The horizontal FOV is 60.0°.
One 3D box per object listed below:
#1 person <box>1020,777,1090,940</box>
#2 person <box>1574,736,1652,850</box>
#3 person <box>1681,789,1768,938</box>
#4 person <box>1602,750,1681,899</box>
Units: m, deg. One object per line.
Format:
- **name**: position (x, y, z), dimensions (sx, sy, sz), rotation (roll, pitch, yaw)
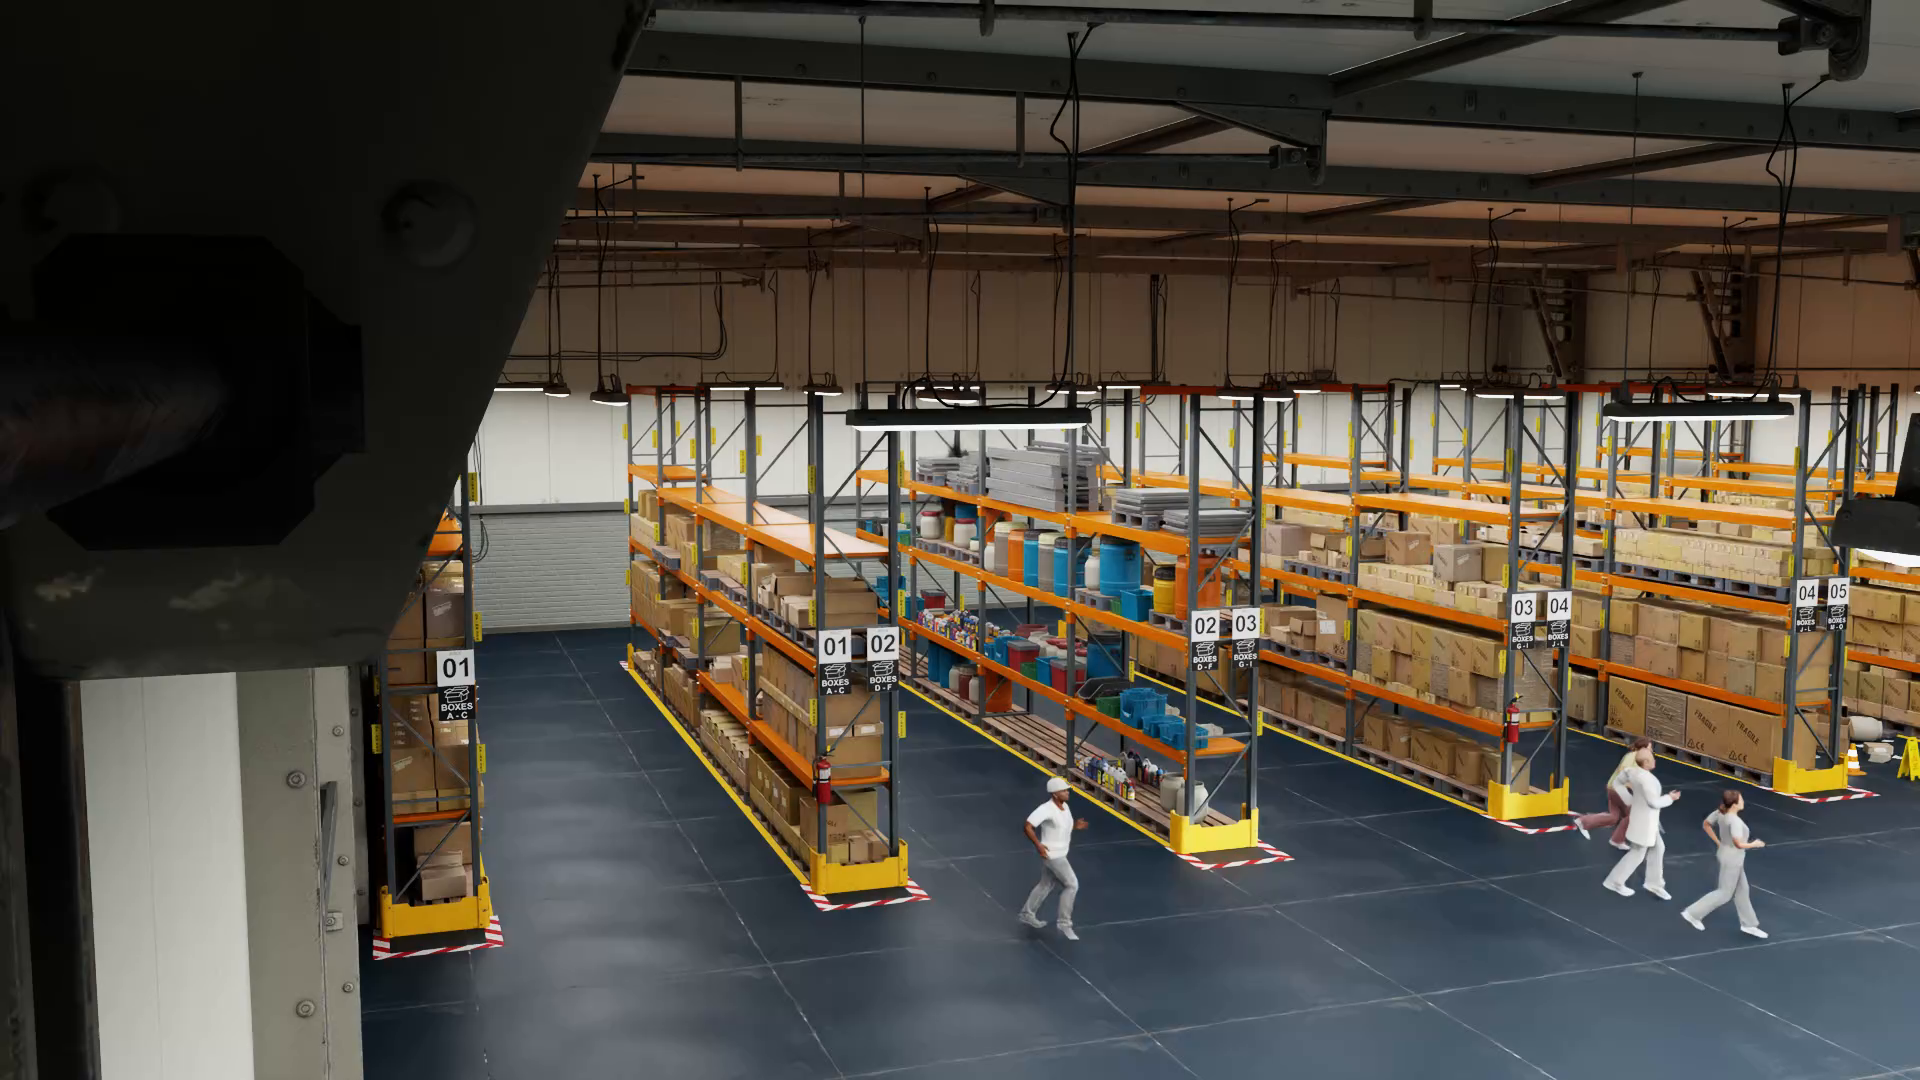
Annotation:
- **person**: position (1.054, 3.550, 18.614), dimensions (0.771, 1.835, 0.661), rotation (1, 6, 13)
- **person**: position (8.625, 3.329, 21.974), dimensions (0.926, 1.558, 0.586), rotation (3, 7, 25)
- **person**: position (8.514, 3.588, 18.433), dimensions (0.956, 1.684, 0.566), rotation (1, 6, 7)
- **person**: position (8.105, 3.400, 19.784), dimensions (0.842, 1.841, 0.692), rotation (1, 6, 9)
